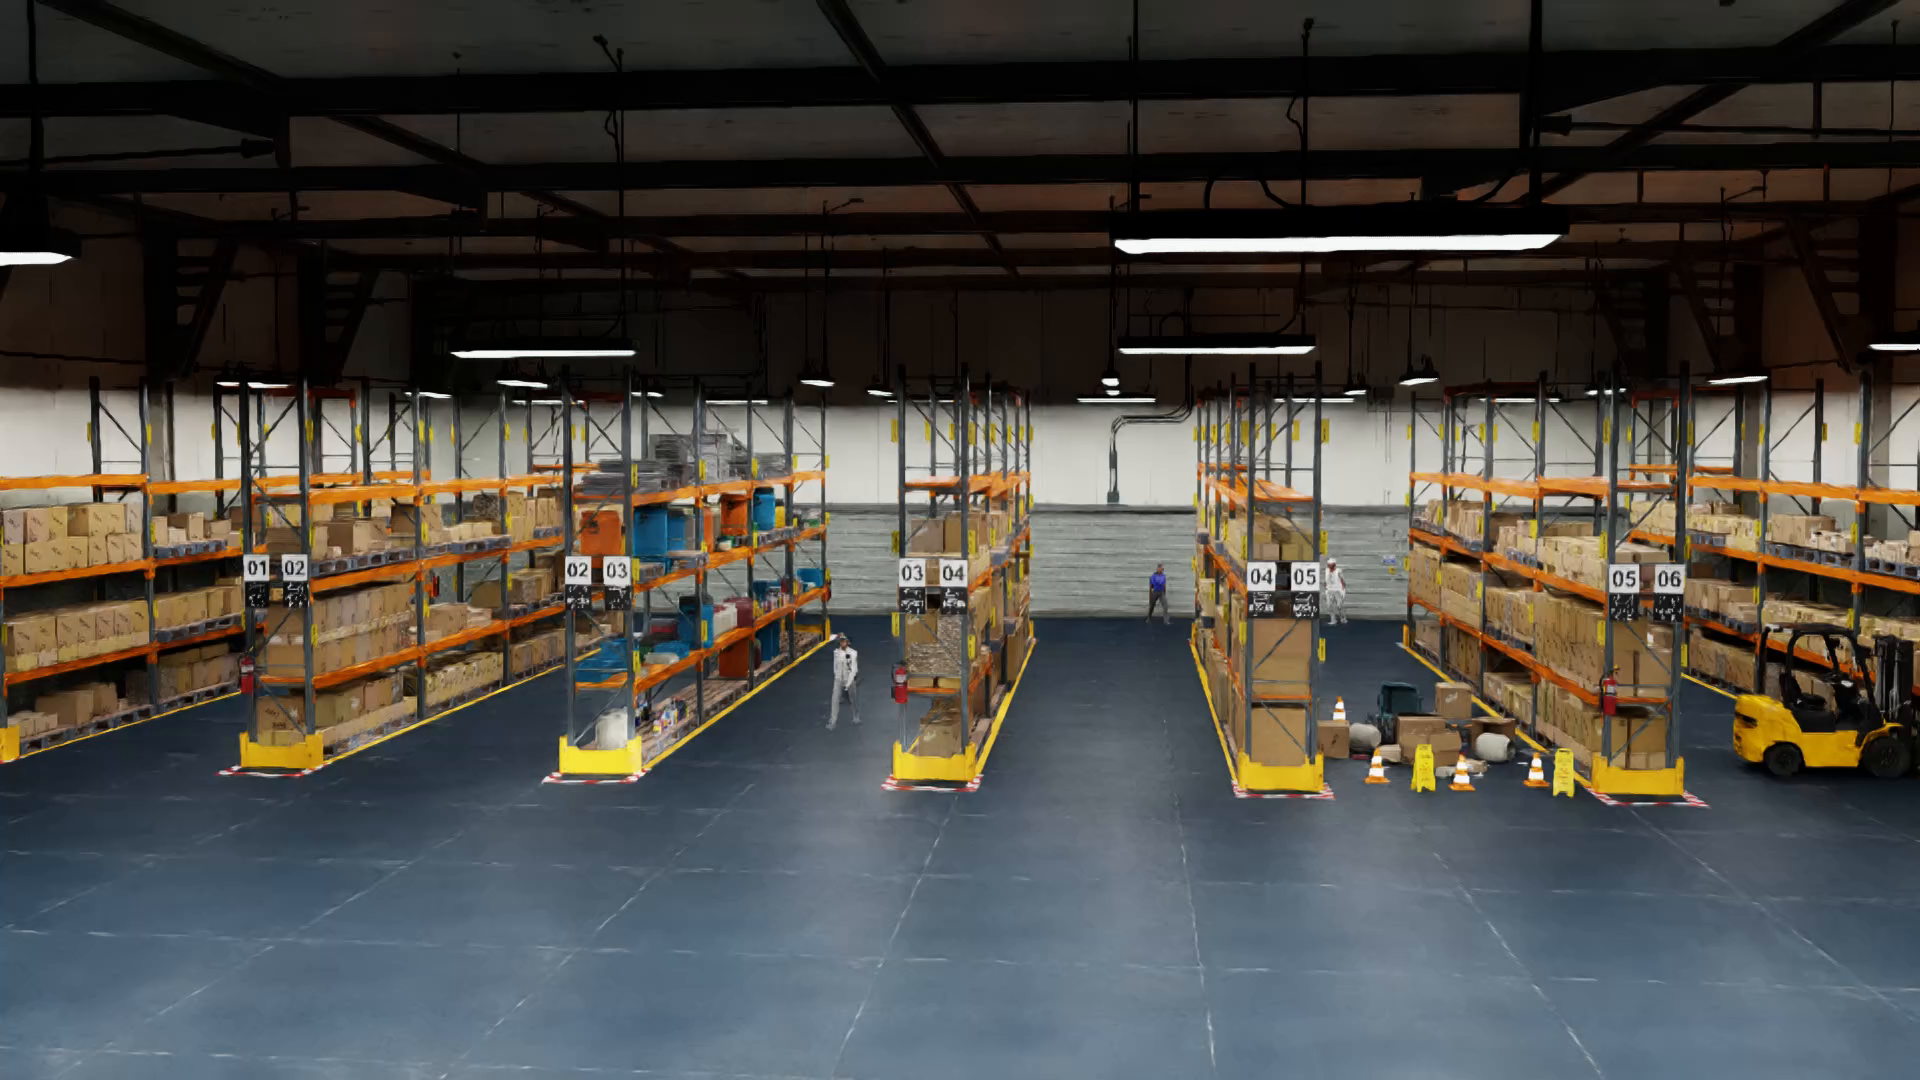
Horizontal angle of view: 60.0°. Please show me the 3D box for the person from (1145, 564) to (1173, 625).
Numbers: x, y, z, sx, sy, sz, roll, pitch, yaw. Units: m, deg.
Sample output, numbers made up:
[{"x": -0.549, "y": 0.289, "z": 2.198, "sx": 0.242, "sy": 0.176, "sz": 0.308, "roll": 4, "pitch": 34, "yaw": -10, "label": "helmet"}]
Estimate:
[{"x": 5.179, "y": 1.415, "z": 43.464, "sx": 0.494, "sy": 1.605, "sz": 0.936, "roll": -1, "pitch": 4, "yaw": -17, "label": "person"}]

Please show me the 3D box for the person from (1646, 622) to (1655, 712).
[{"x": 11.782, "y": 2.246, "z": 28.827, "sx": 0.636, "sy": 1.775, "sz": 0.677, "roll": 3, "pitch": 5, "yaw": 37, "label": "person"}]

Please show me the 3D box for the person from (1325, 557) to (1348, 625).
[{"x": 9.830, "y": 1.333, "z": 43.474, "sx": 0.598, "sy": 1.772, "sz": 0.577, "roll": 3, "pitch": 5, "yaw": 41, "label": "person"}]

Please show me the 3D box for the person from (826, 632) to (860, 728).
[{"x": -1.947, "y": 2.361, "z": 28.251, "sx": 0.481, "sy": 1.621, "sz": 0.997, "roll": 1, "pitch": 4, "yaw": 15, "label": "person"}]
